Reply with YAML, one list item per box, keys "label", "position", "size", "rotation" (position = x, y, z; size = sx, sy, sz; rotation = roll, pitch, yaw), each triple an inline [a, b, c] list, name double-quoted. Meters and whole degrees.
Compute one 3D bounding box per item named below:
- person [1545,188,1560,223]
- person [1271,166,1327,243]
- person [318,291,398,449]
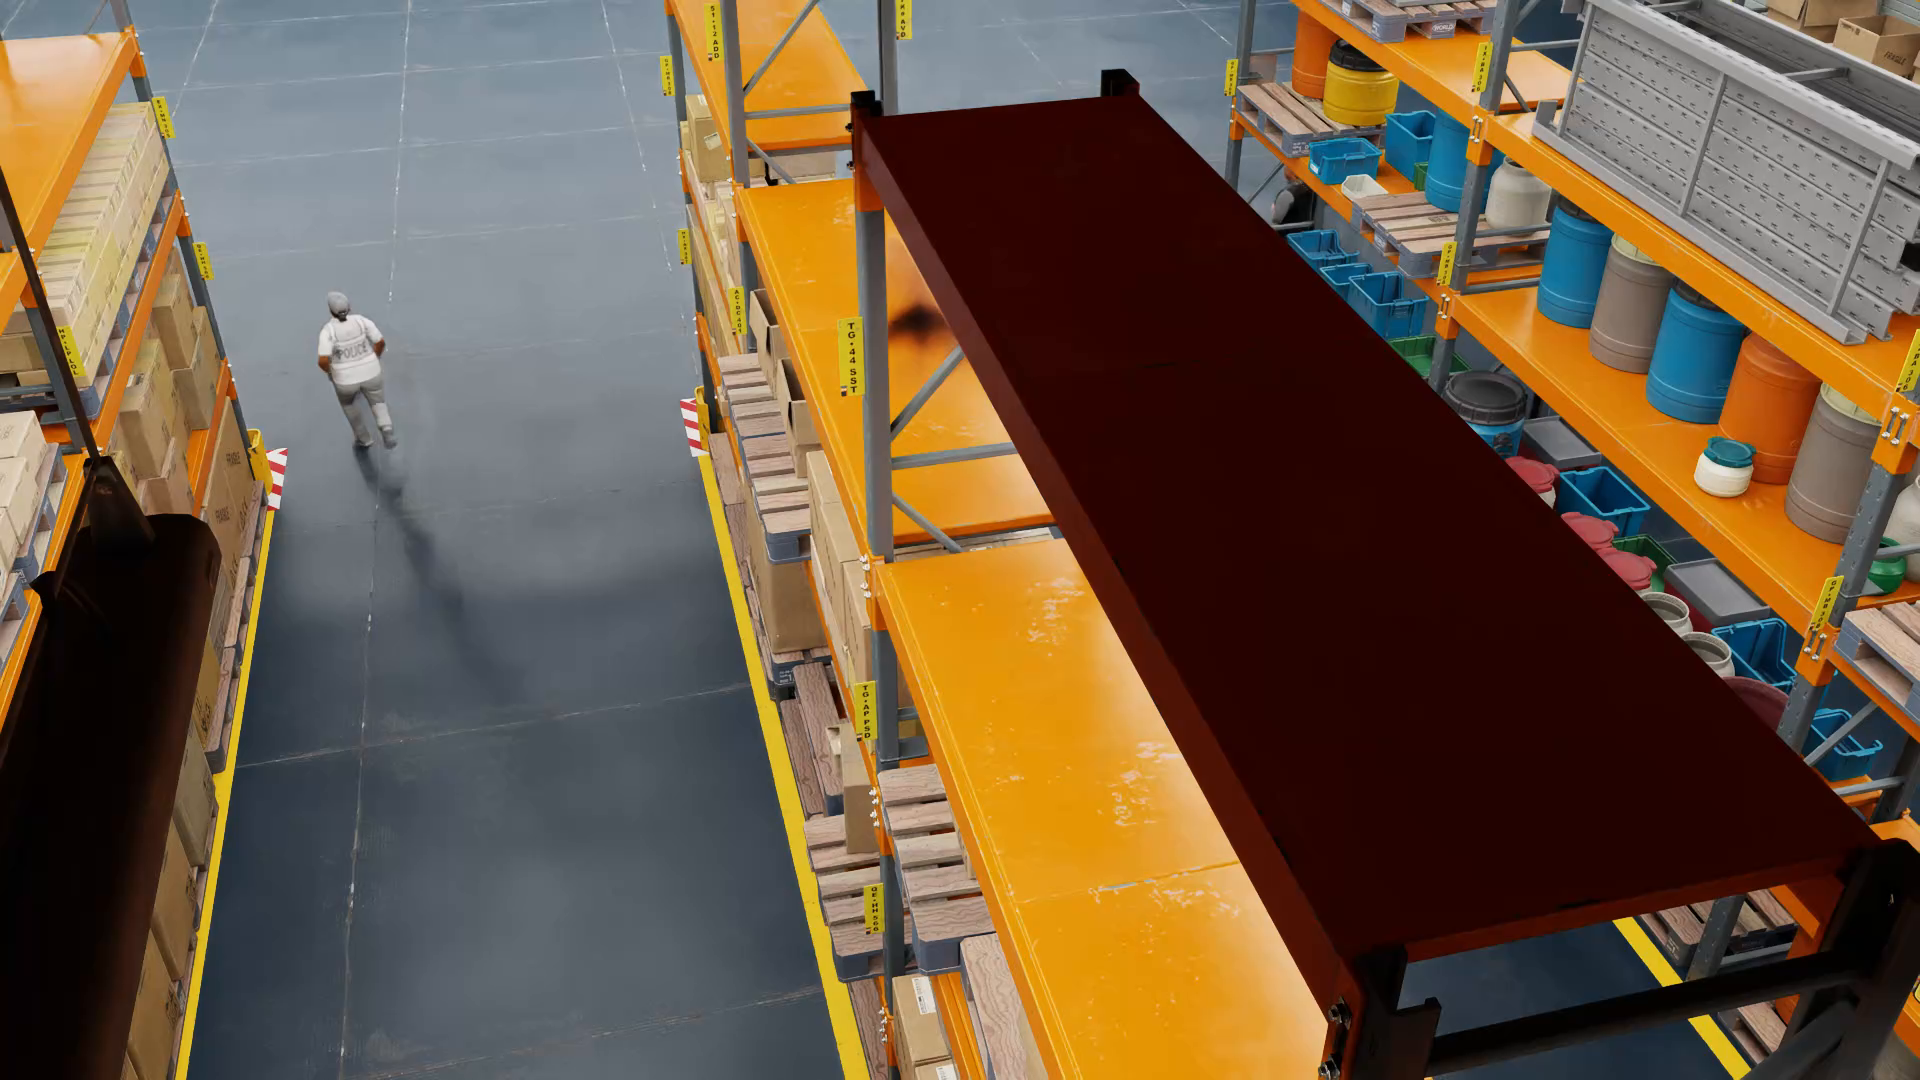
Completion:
- label: "person"
  position: [6.806, -4.000, 18.527]
  size: [0.729, 1.624, 0.597]
  rotation: [8, 35, 11]
- label: "person"
  position: [3.436, -3.169, 17.277]
  size: [0.686, 1.682, 0.820]
  rotation: [-27, 43, -33]
- label: "person"
  position: [-5.365, -1.444, 14.799]
  size: [0.601, 1.635, 0.850]
  rotation: [-18, 38, -24]
